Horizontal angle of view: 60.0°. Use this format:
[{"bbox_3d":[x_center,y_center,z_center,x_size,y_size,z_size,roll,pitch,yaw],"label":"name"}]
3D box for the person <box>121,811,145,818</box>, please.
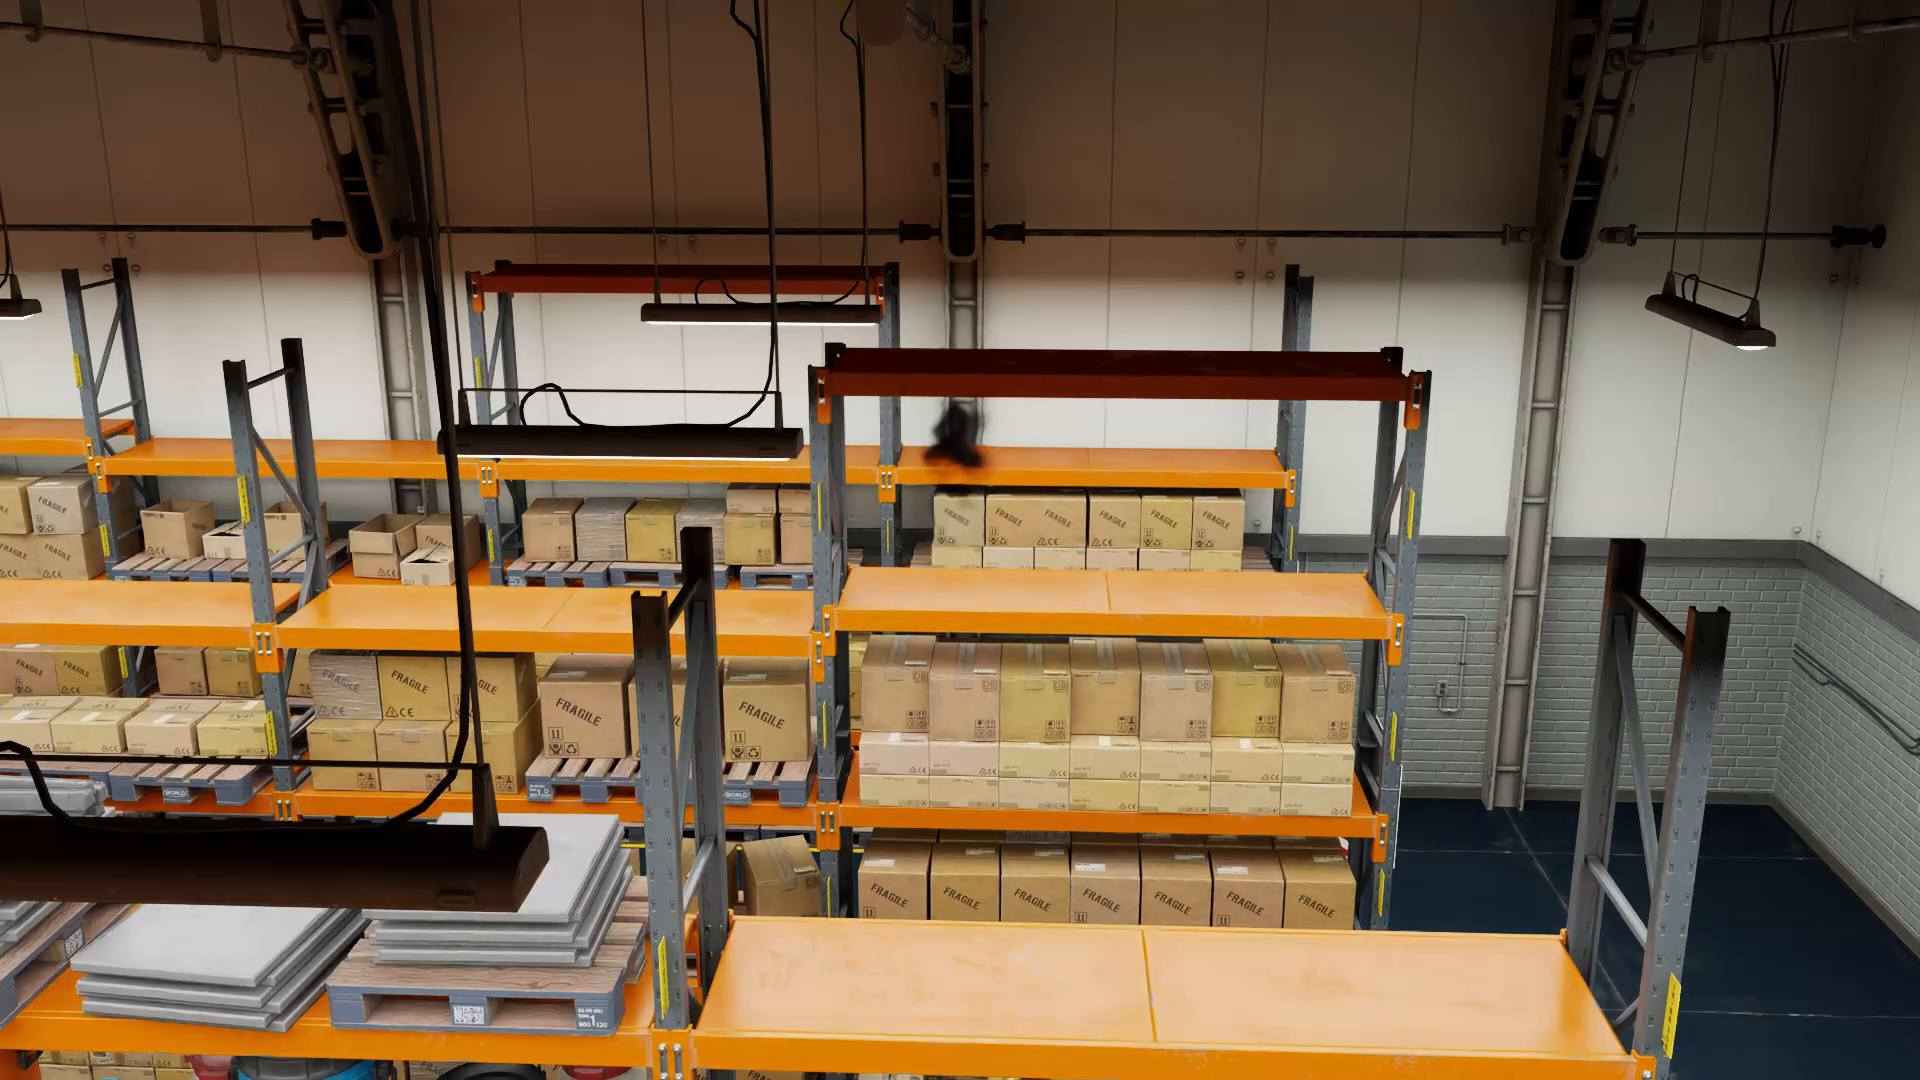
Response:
[{"bbox_3d":[-7.334,3.125,15.048,0.625,1.600,0.645,-1,16,-4],"label":"person"}]
